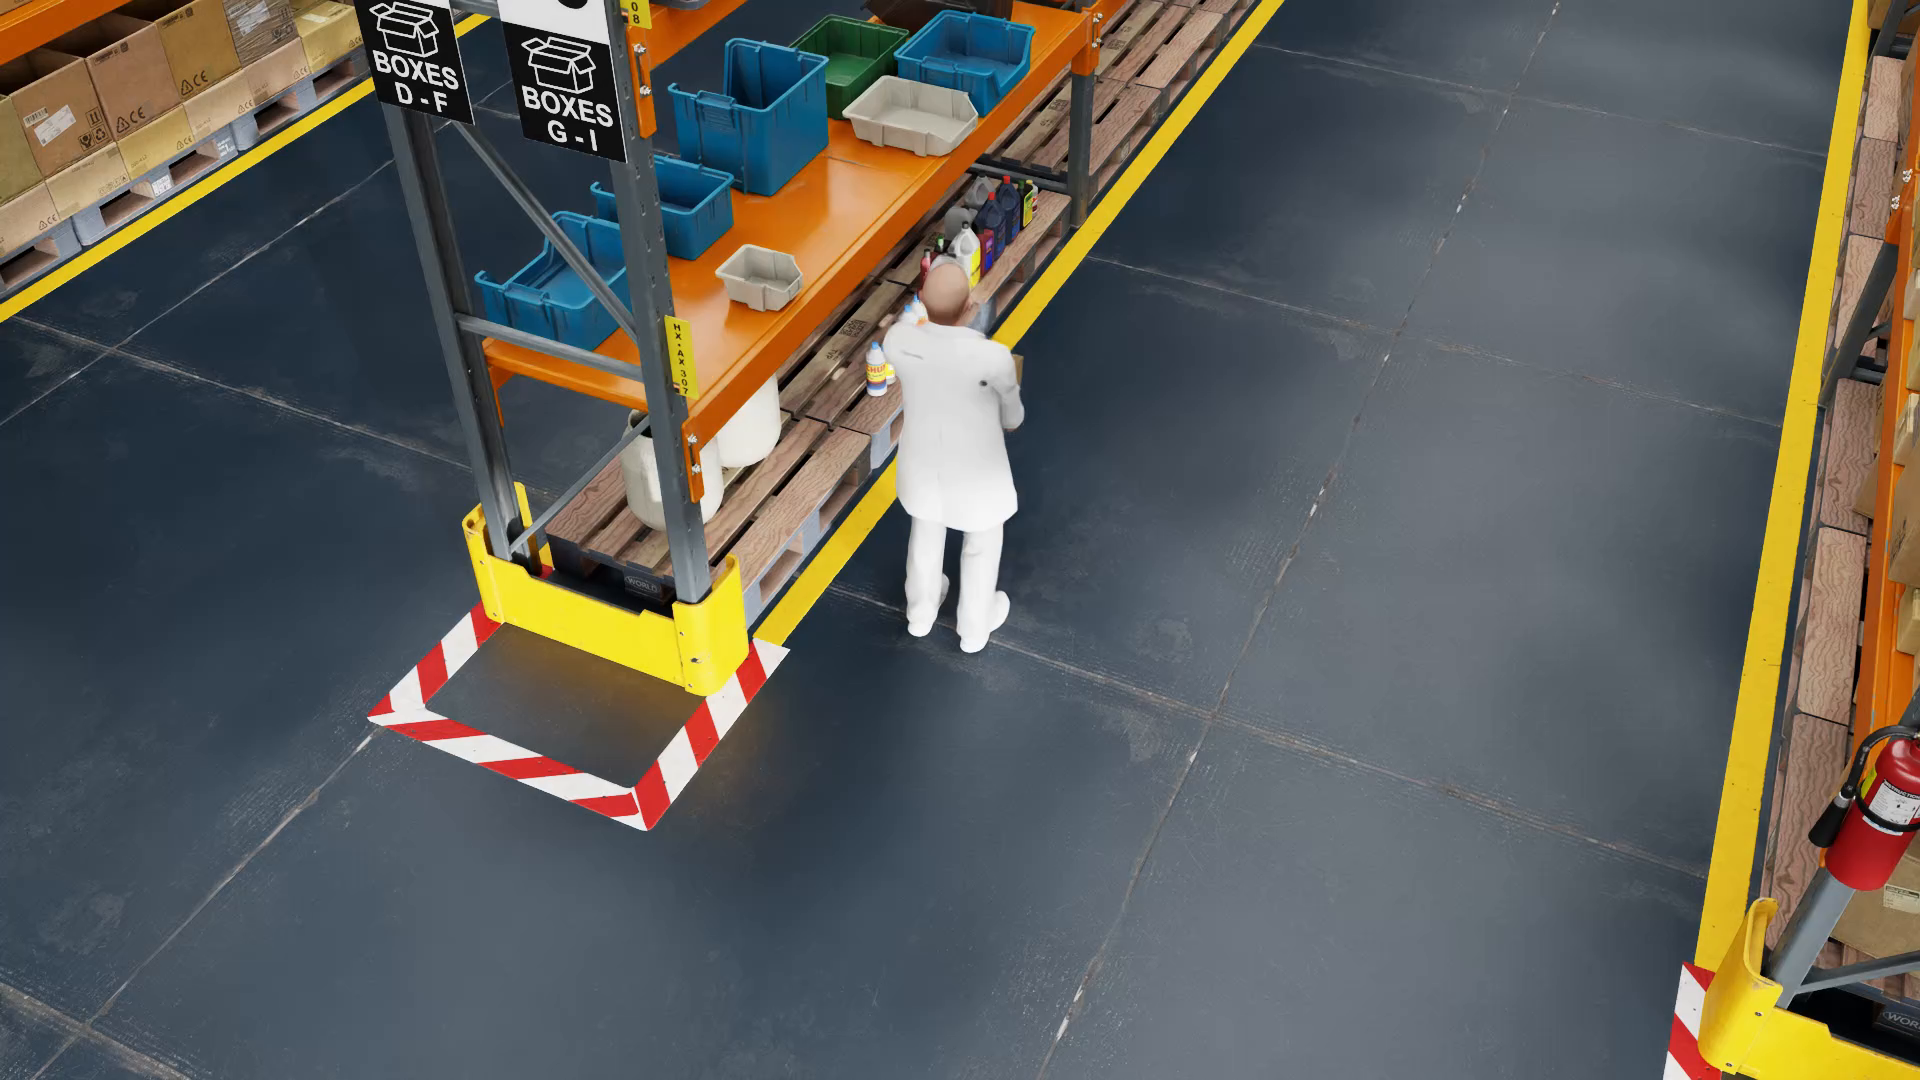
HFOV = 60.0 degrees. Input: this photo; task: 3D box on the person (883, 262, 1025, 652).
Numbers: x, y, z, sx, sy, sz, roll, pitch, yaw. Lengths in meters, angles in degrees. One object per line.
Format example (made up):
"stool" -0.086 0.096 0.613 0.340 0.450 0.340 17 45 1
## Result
"person" 0.010 -0.375 6.598 0.526 1.780 0.551 15 44 16
